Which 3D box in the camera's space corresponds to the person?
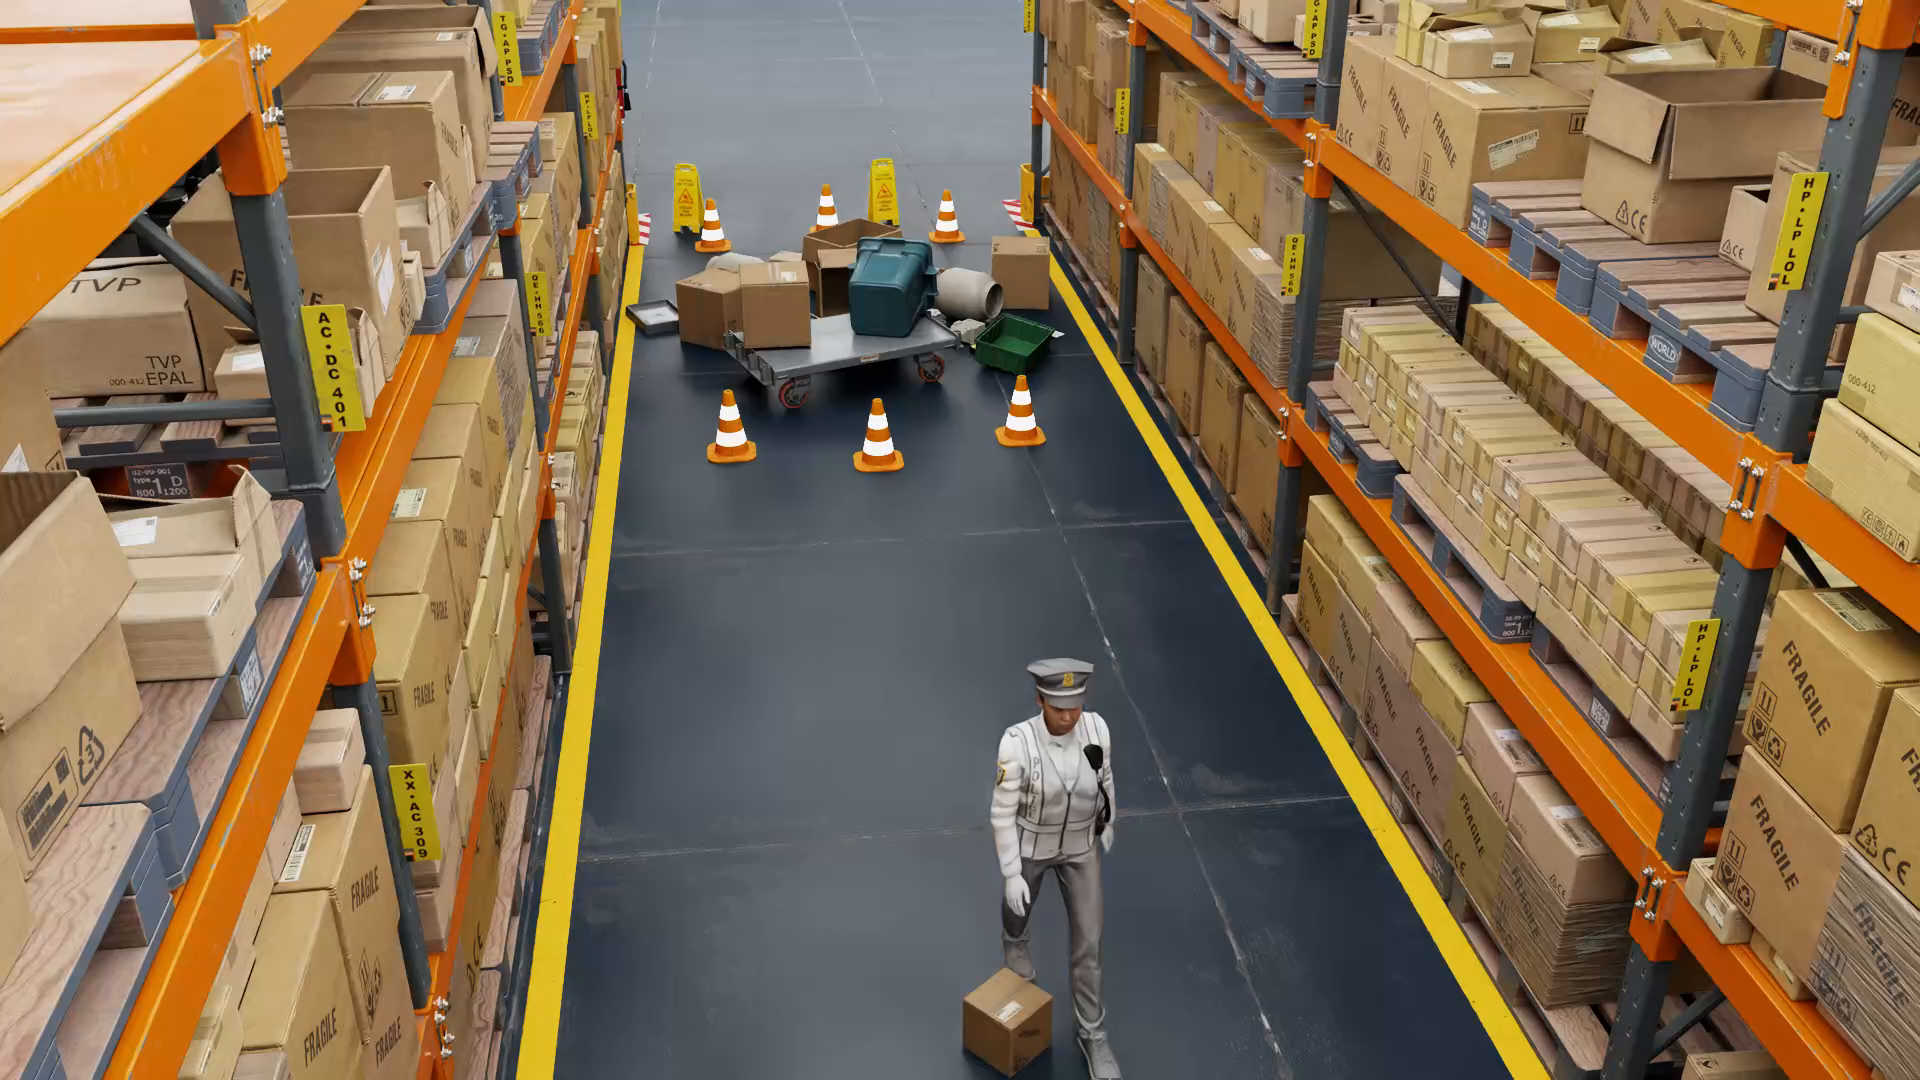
[{"bbox_3d":[0.376,1.181,6.306,0.545,1.665,0.899,-6,28,-12],"label":"person"}]
